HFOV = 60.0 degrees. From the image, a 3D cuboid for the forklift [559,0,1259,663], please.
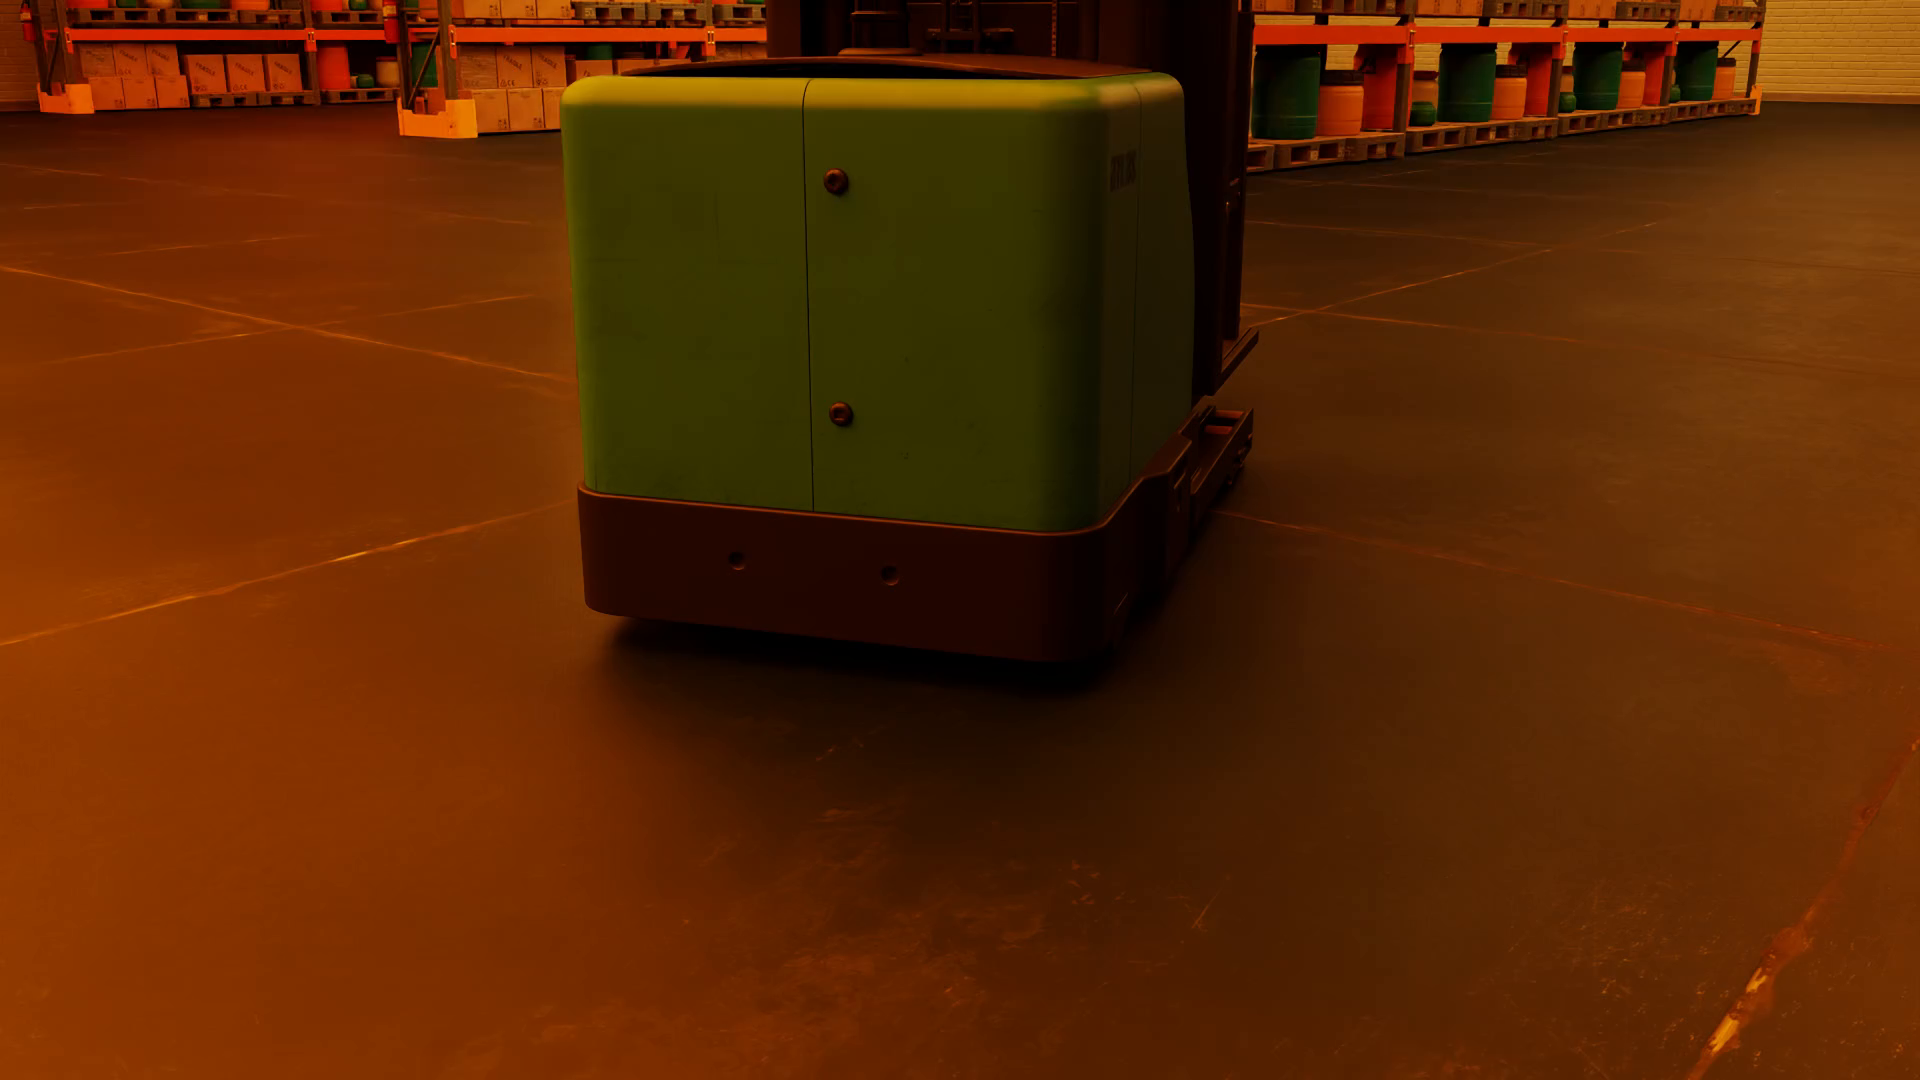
[{"bbox_3d":[0.182,-1.571,4.072,1.130,2.935,3.031,5,18,17],"label":"forklift"}]
